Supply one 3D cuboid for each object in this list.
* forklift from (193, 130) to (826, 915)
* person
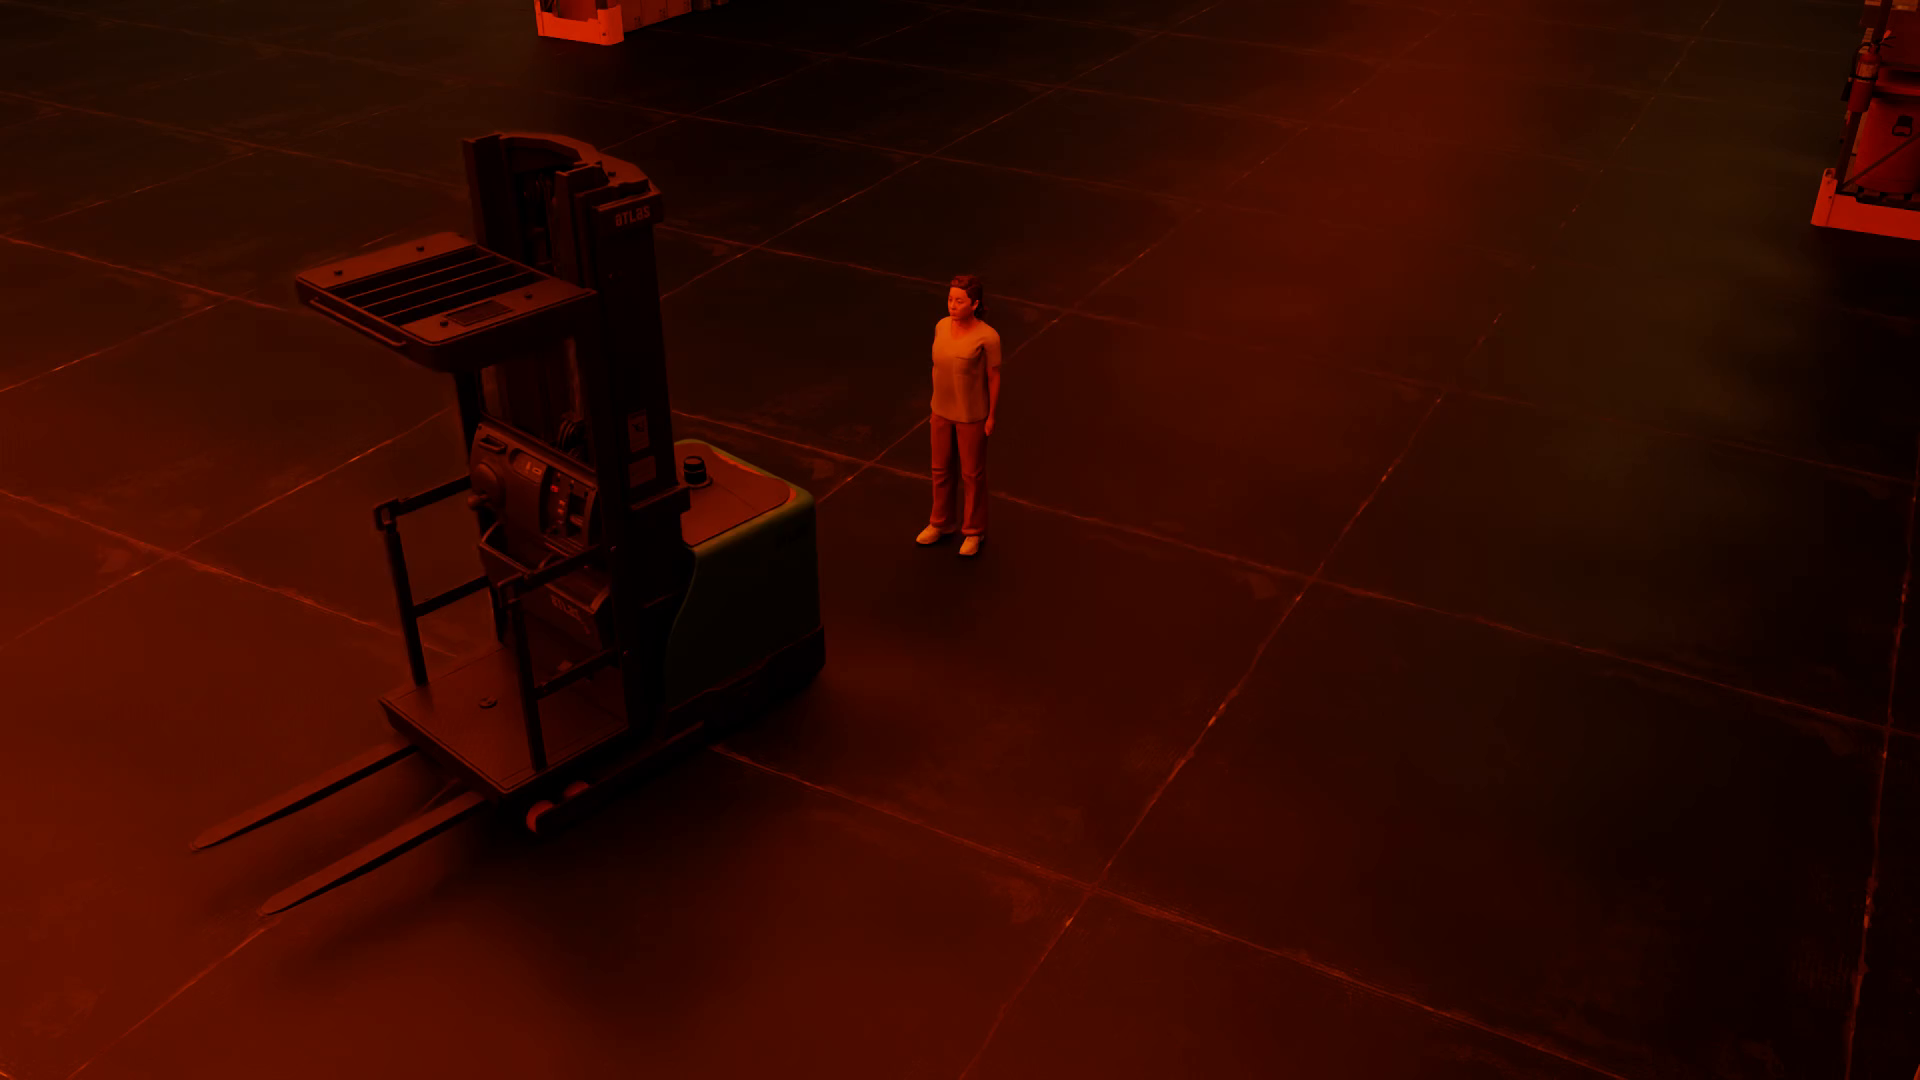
[{"bbox_3d":[-2.078,-0.195,7.408,1.130,2.935,3.031,25,38,36],"label":"forklift"},{"bbox_3d":[0.004,-0.722,9.583,0.435,1.671,0.381,15,33,25],"label":"person"}]
